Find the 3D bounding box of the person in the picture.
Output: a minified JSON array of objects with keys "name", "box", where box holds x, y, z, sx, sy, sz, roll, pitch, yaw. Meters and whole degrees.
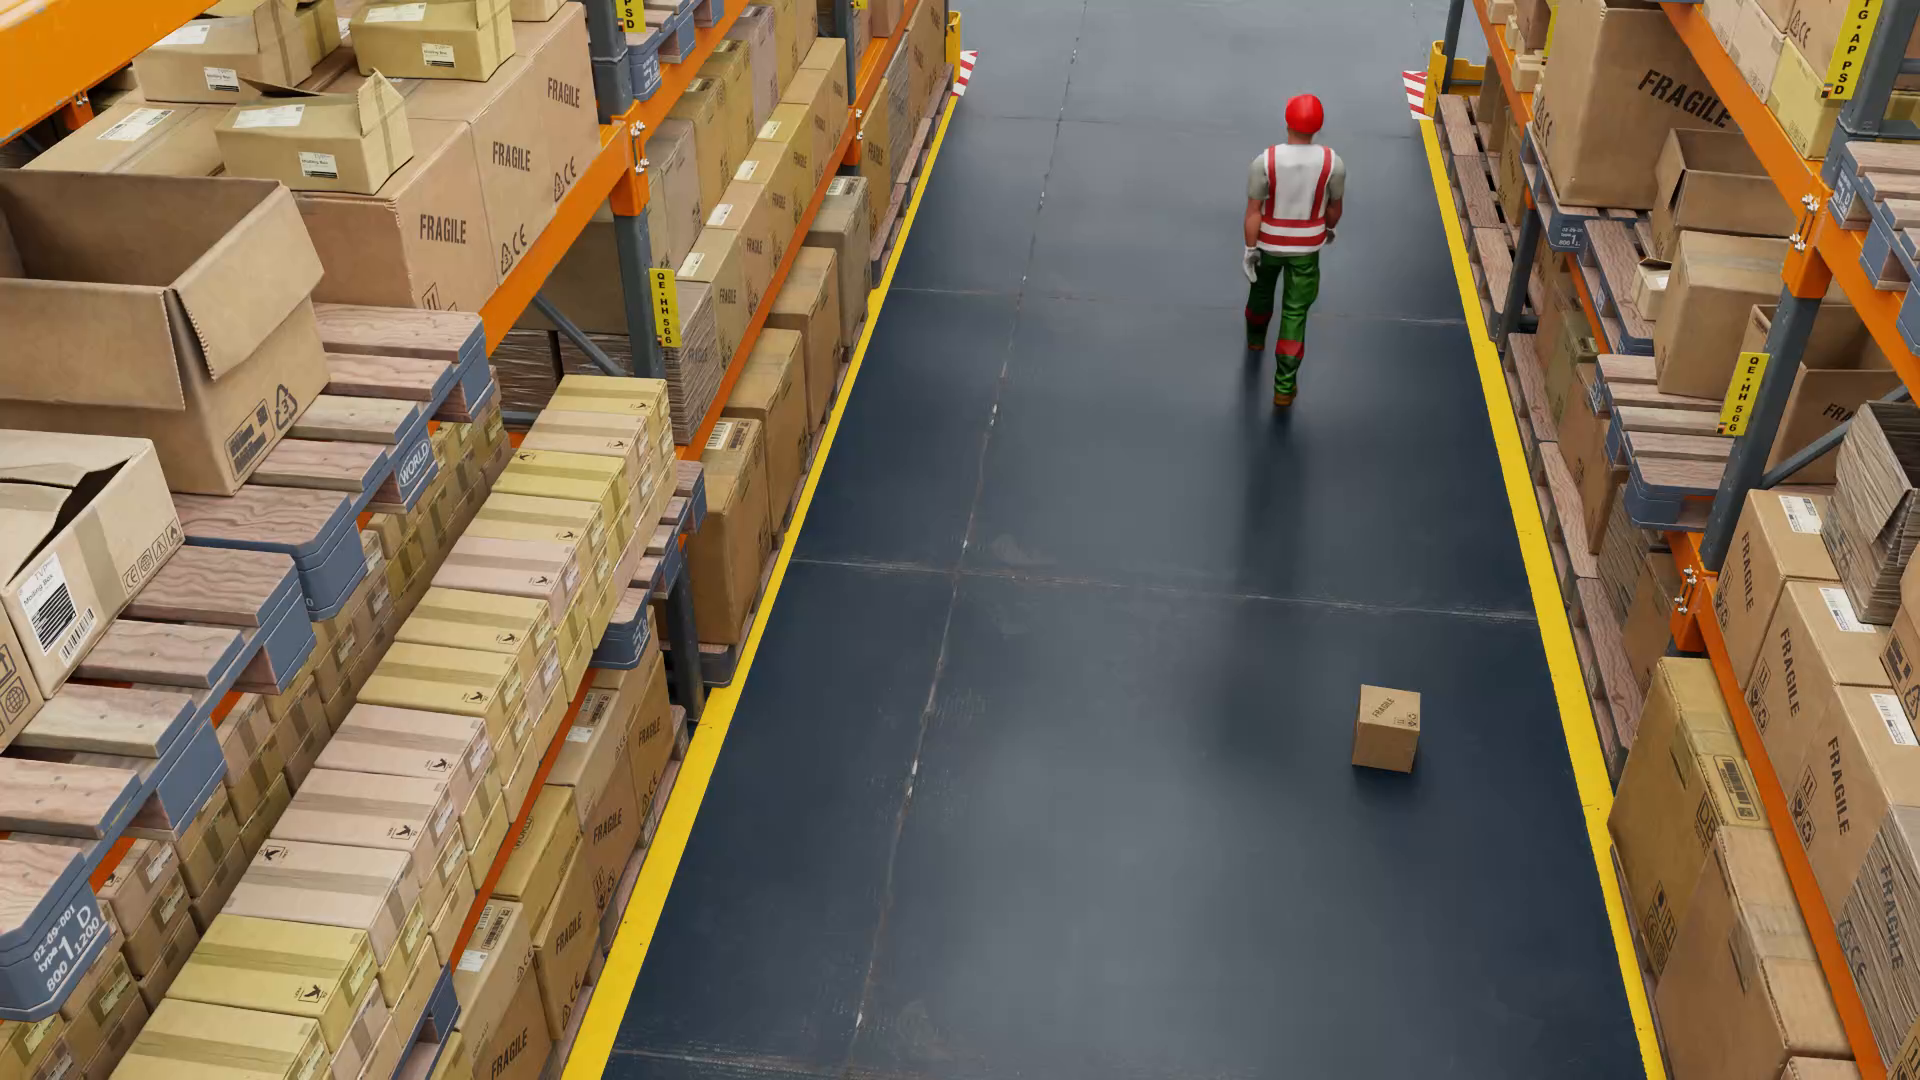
[{"name":"person","box":[1.864,-1.714,9.395,0.534,1.742,1.027,6,36,9]}]
